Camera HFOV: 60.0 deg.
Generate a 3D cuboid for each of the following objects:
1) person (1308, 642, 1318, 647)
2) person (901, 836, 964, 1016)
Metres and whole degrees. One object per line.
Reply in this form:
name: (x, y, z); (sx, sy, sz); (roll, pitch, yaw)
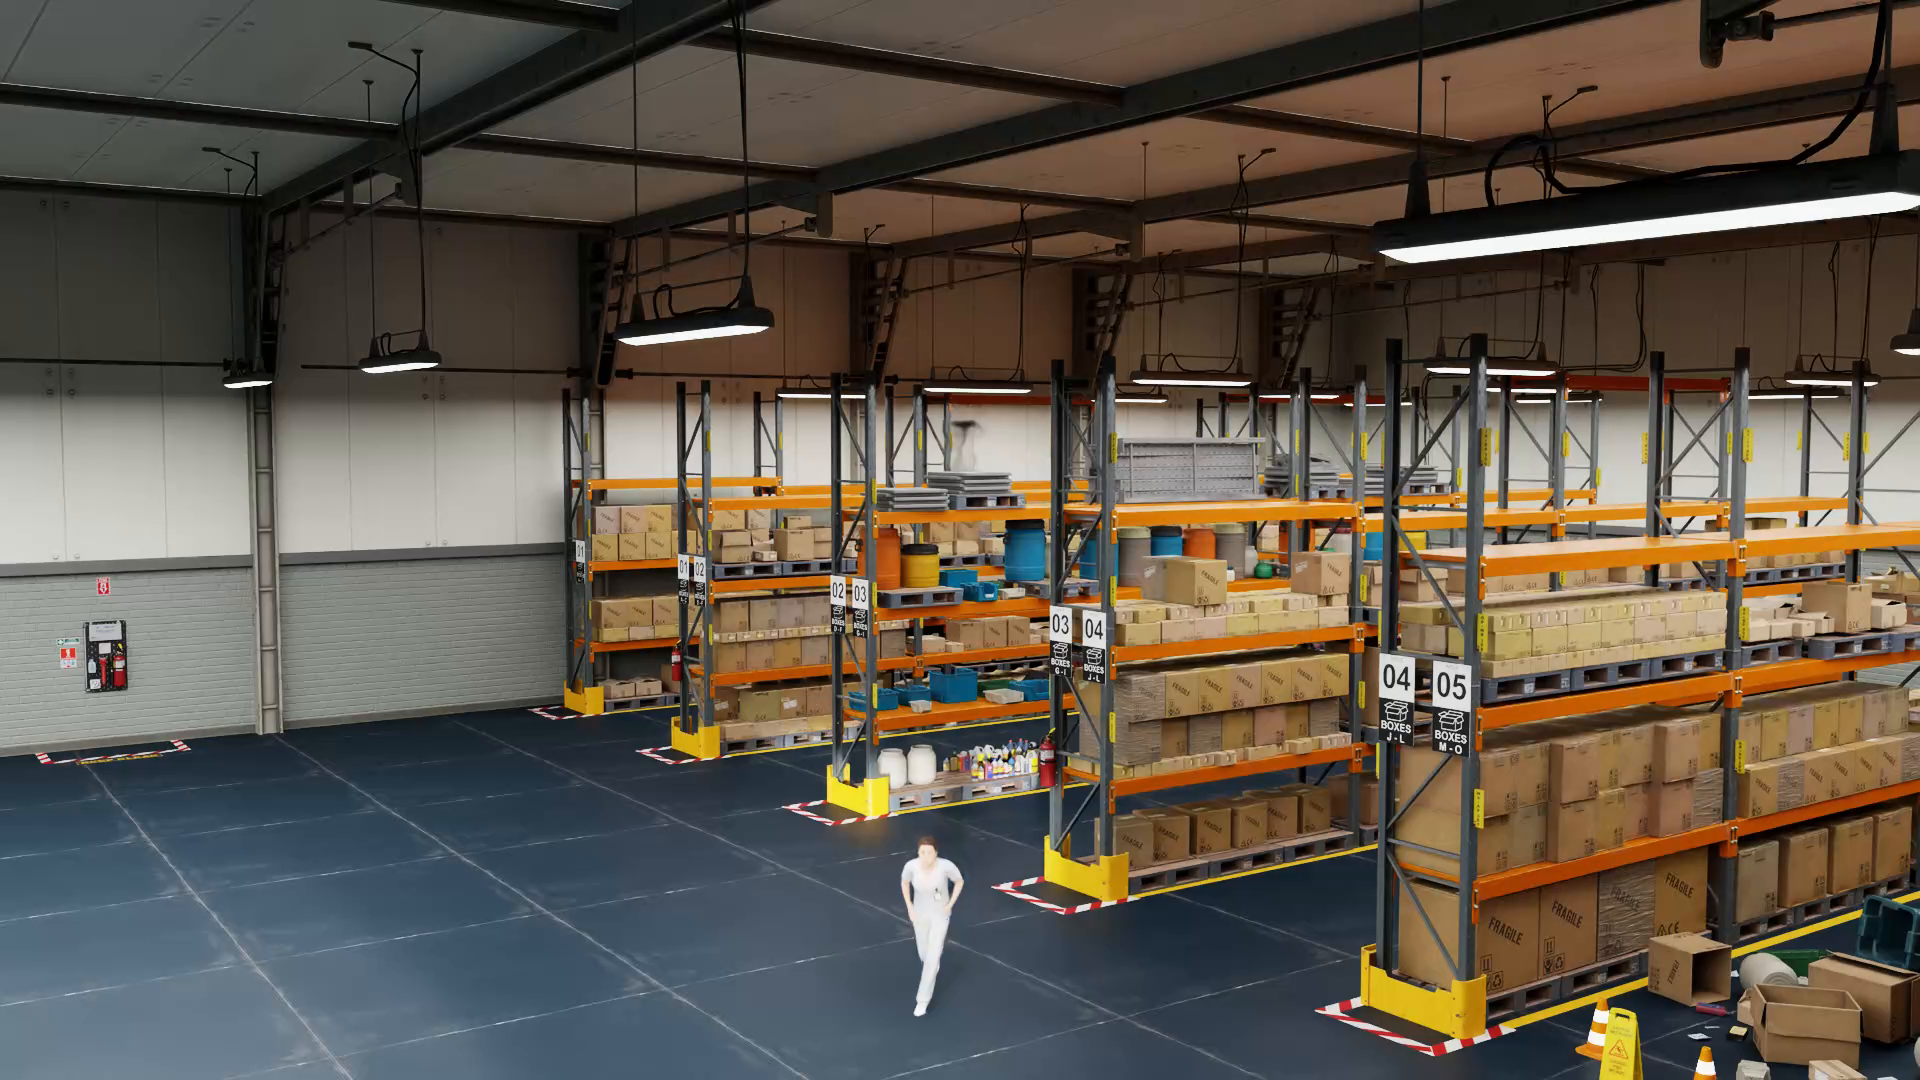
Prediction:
person: (6.351, 2.364, 30.425); (0.737, 1.644, 0.619); (-2, 4, -31)
person: (-0.242, 3.417, 15.111); (0.567, 1.621, 0.875); (0, 4, 3)
